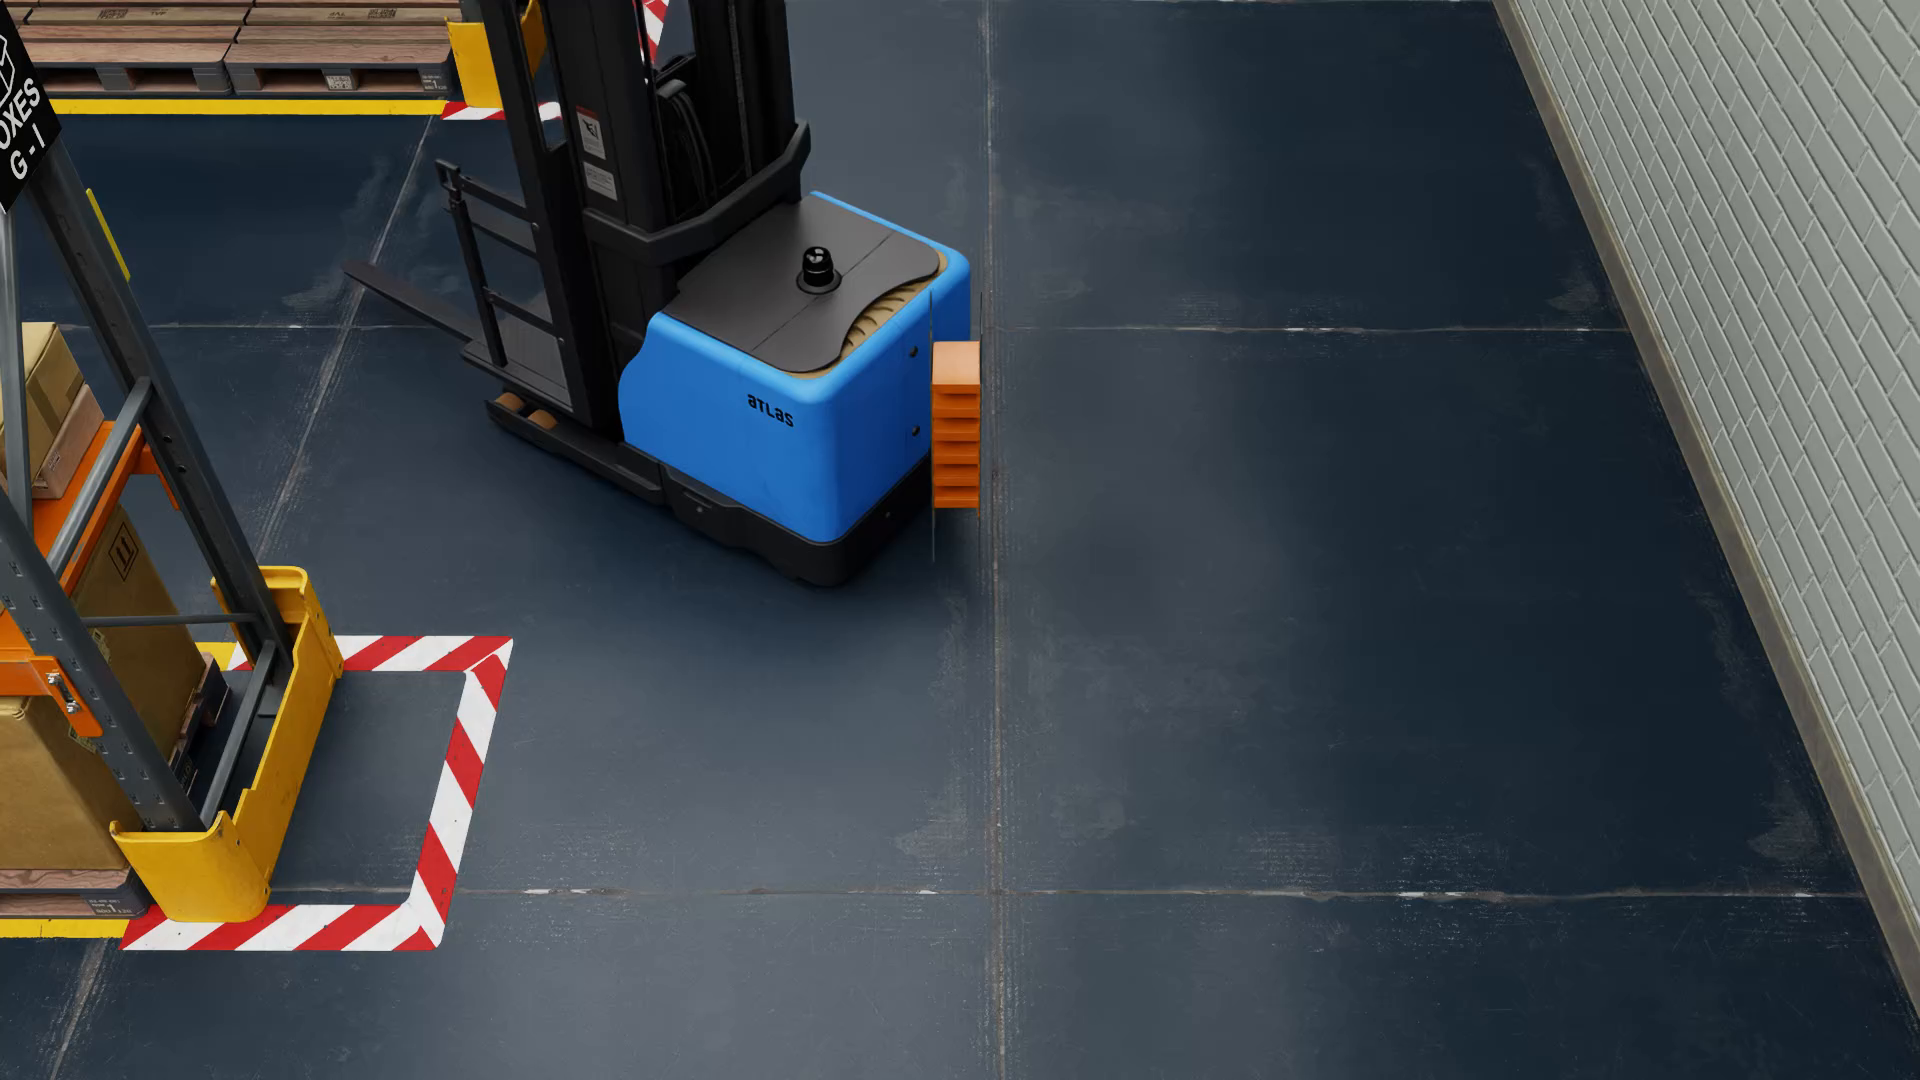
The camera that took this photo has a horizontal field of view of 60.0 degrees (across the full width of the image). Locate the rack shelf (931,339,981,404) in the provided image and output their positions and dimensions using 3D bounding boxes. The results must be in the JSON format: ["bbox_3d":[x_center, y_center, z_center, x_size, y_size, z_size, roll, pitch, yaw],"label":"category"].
[{"bbox_3d":[-0.014,-0.624,6.161,0.180,0.103,0.258,0,47,0],"label":"rack shelf"}]

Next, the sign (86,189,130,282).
[{"bbox_3d":[-2.552,-0.885,4.960,0.005,0.325,0.100,0,47,0],"label":"sign"}]

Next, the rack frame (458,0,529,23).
[{"bbox_3d":[-2.542,-3.782,8.302,0.127,3.000,1.000,0,47,0],"label":"rack frame"}]

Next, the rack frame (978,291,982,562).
[{"bbox_3d":[0.077,-0.409,6.391,0.006,1.200,0.240,0,47,0],"label":"rack frame"}]

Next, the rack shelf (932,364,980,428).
[{"bbox_3d":[-0.014,-0.542,6.248,0.180,0.103,0.258,0,47,0],"label":"rack shelf"}]

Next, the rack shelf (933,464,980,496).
[{"bbox_3d":[-0.014,-0.297,6.512,0.180,0.103,0.258,0,47,0],"label":"rack shelf"}]

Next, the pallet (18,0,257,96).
[{"bbox_3d":[-4.583,-2.868,9.356,1.213,0.211,1.003,0,47,0],"label":"pallet"}]

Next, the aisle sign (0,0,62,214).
[{"bbox_3d":[-2.487,-1.262,4.180,0.004,0.787,0.394,0,47,0],"label":"aisle sign"}]

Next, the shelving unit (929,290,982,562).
[{"bbox_3d":[-0.014,-0.409,6.392,0.189,1.200,0.258,0,47,0],"label":"shelving unit"}]

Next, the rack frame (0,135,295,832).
[{"bbox_3d":[-2.560,-0.157,4.927,0.127,3.000,1.000,0,47,0],"label":"rack frame"}]

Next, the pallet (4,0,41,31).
[{"bbox_3d":[-5.806,-2.869,9.357,1.213,0.211,1.003,0,47,0],"label":"pallet"}]

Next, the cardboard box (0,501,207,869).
[{"bbox_3d":[-3.201,0.481,5.499,0.875,0.875,0.875,0,47,0],"label":"cardboard box"}]

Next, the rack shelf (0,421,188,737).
[{"bbox_3d":[-4.560,0.083,5.196,4.000,0.370,1.077,0,47,0],"label":"rack shelf"}]

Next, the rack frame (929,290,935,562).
[{"bbox_3d":[-0.106,-0.409,6.392,0.006,1.200,0.240,0,47,0],"label":"rack frame"}]

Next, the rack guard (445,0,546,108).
[{"bbox_3d":[-2.518,-2.940,9.226,0.348,0.500,1.175,0,47,0],"label":"rack guard"}]

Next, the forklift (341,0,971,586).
[{"bbox_3d":[-1.444,-1.685,6.397,3.031,2.935,1.130,27,53,23],"label":"forklift"}]

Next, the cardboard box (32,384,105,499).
[{"bbox_3d":[-2.914,-0.314,5.245,0.250,0.149,0.380,1,47,1],"label":"cardboard box"}]

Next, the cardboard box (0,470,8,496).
[{"bbox_3d":[-3.046,-0.014,4.694,0.500,0.250,0.500,-1,47,0],"label":"cardboard box"}]

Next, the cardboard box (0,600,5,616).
[{"bbox_3d":[-2.918,0.169,4.796,0.250,0.149,0.380,1,47,1],"label":"cardboard box"}]

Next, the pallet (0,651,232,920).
[{"bbox_3d":[-3.360,0.848,5.897,1.213,0.211,1.003,0,47,0],"label":"pallet"}]

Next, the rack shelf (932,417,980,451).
[{"bbox_3d":[-0.014,-0.460,6.336,0.180,0.103,0.258,0,47,0],"label":"rack shelf"}]

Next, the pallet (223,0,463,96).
[{"bbox_3d":[-3.366,-2.863,9.351,1.213,0.211,1.003,0,47,0],"label":"pallet"}]

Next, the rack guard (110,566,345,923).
[{"bbox_3d":[-2.536,0.695,5.842,0.348,0.500,1.175,0,47,0],"label":"rack guard"}]

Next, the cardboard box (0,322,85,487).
[{"bbox_3d":[-3.039,-0.406,5.059,0.500,0.250,0.500,-1,47,-1],"label":"cardboard box"}]

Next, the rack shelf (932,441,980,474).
[{"bbox_3d":[-0.014,-0.379,6.424,0.180,0.103,0.258,0,47,0],"label":"rack shelf"}]

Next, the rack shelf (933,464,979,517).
[{"bbox_3d":[-0.014,-0.215,6.600,0.180,0.103,0.258,0,47,0],"label":"rack shelf"}]
